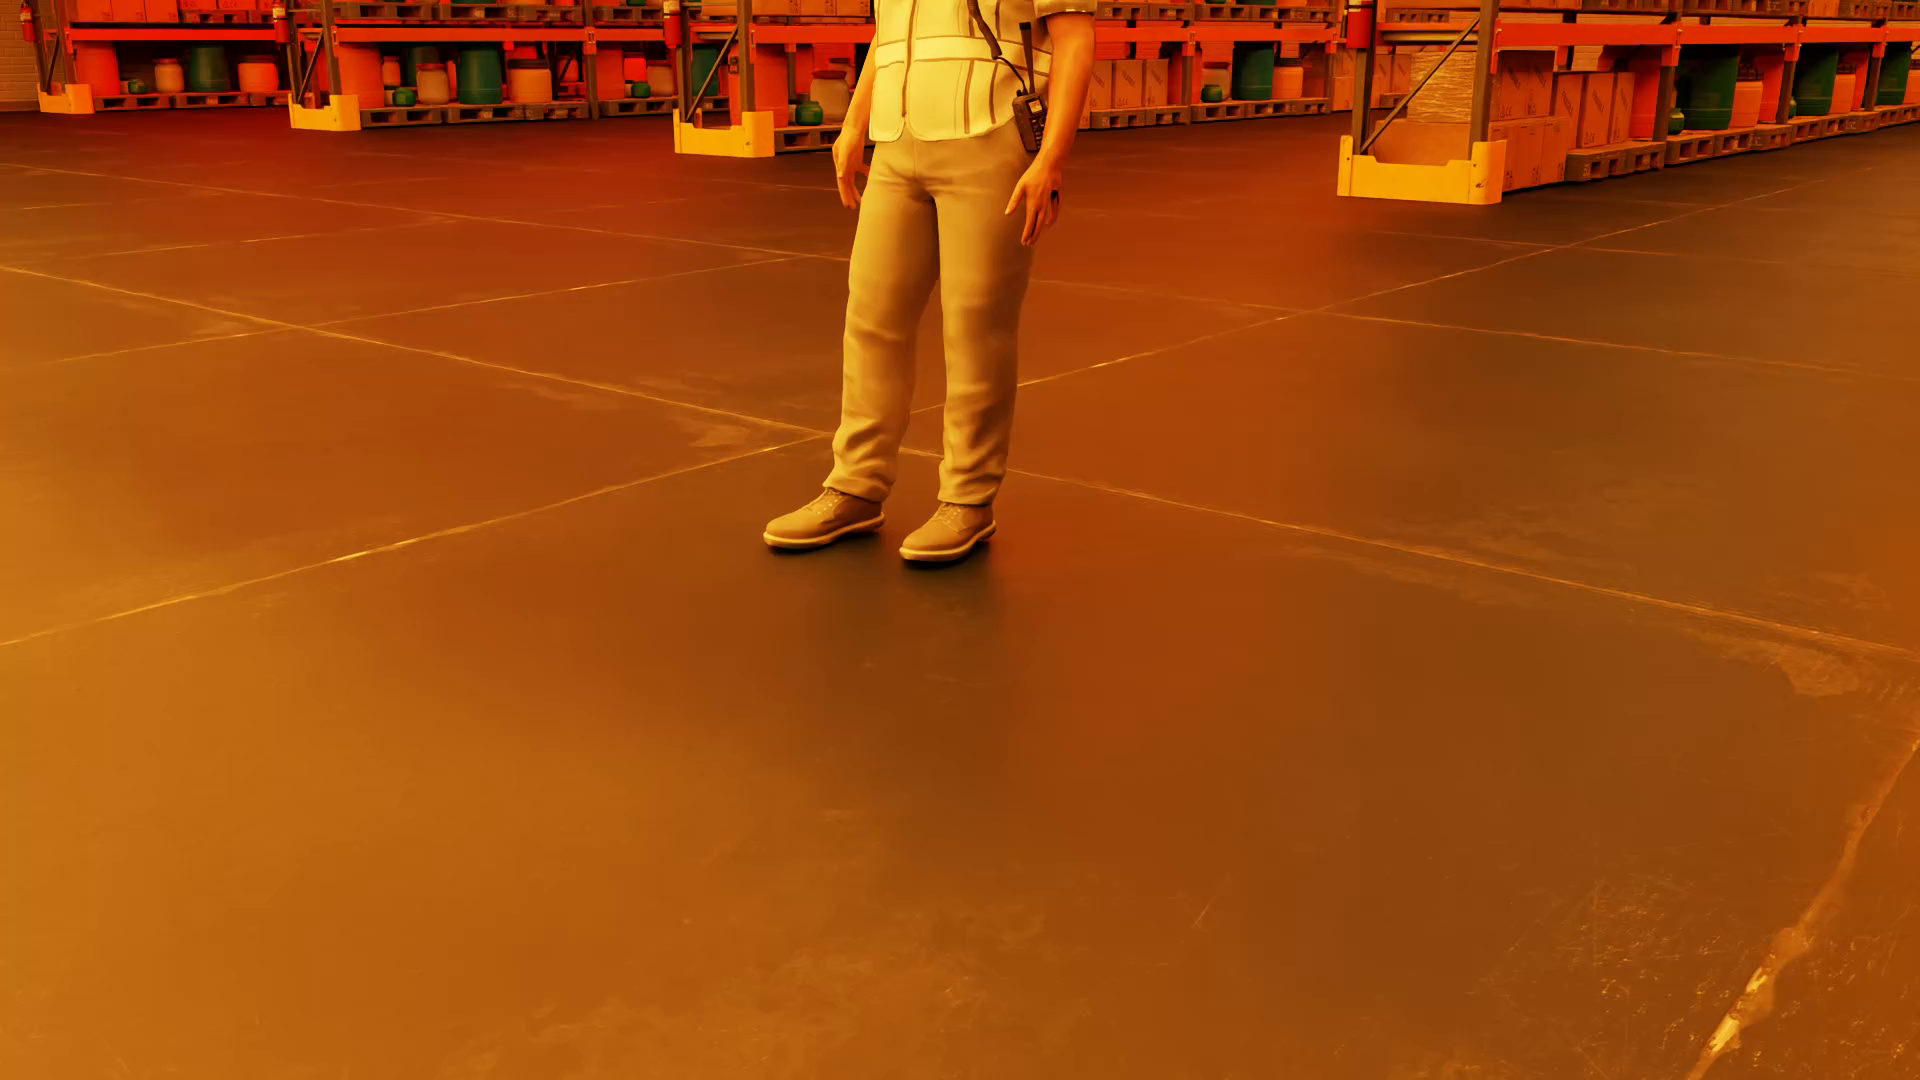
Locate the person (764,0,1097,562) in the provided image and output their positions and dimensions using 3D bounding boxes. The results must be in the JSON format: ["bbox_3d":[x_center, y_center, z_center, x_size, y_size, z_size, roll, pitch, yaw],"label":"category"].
[{"bbox_3d":[-0.059,-0.844,3.631,0.640,1.781,0.575,13,21,37],"label":"person"}]
